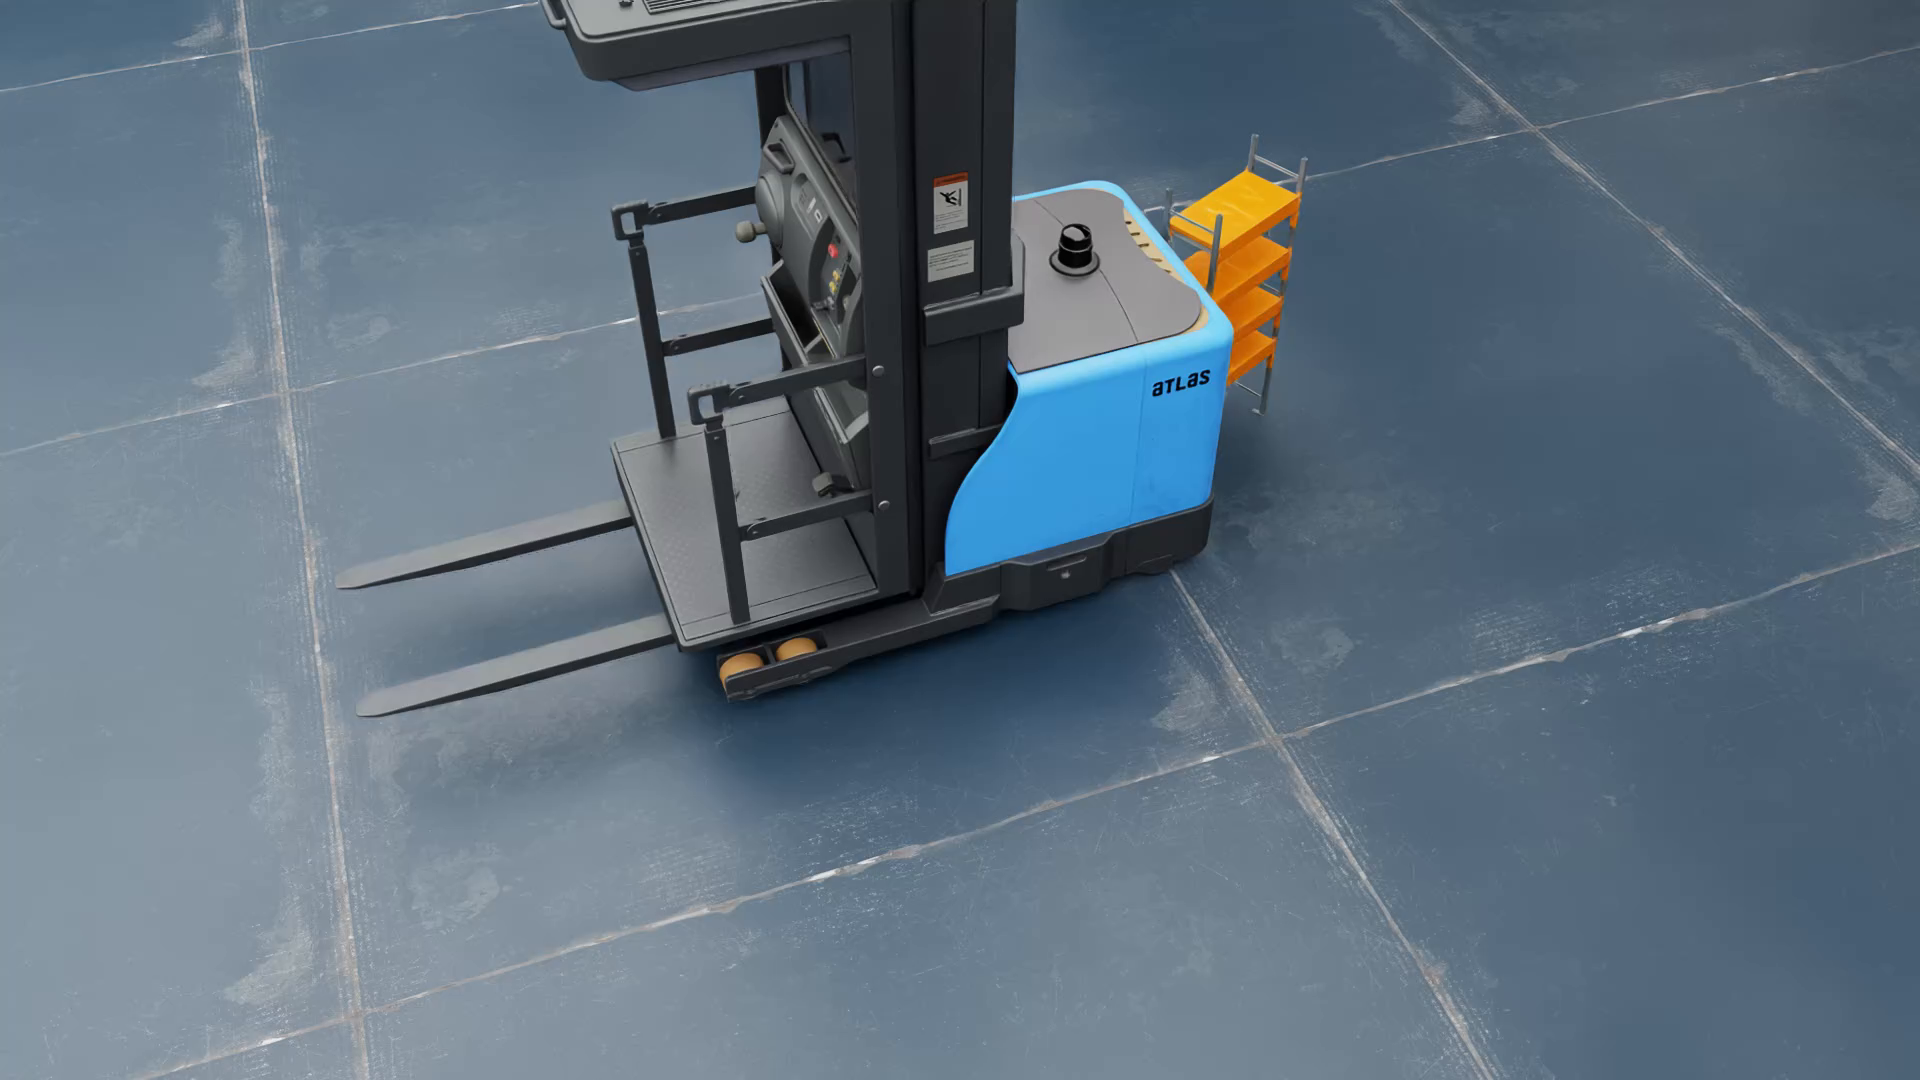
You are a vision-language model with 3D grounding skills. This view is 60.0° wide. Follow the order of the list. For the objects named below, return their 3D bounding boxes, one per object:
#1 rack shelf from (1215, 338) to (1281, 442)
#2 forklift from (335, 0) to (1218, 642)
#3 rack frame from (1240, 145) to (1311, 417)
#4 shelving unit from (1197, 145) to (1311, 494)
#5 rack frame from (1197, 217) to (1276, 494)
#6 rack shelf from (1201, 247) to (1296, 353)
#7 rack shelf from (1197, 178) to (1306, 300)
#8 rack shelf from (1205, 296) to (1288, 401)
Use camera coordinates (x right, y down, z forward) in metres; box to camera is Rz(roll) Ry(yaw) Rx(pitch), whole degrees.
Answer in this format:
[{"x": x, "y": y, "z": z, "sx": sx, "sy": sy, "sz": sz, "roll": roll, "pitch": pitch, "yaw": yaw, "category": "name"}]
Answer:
[{"x": 1.040, "y": -0.611, "z": 6.387, "sx": 0.258, "sy": 0.148, "sz": 0.480, "roll": 16, "pitch": 47, "yaw": 16, "category": "rack shelf"}, {"x": -0.695, "y": -1.057, "z": 5.234, "sx": 3.031, "sy": 2.935, "sz": 1.130, "roll": -1, "pitch": 45, "yaw": -1, "category": "forklift"}, {"x": 1.133, "y": -0.959, "z": 6.358, "sx": 0.240, "sy": 1.200, "sz": 0.015, "roll": 16, "pitch": 47, "yaw": 16, "category": "rack frame"}, {"x": 1.040, "y": -0.799, "z": 6.199, "sx": 0.258, "sy": 1.200, "sz": 0.503, "roll": 16, "pitch": 47, "yaw": 16, "category": "shelving unit"}, {"x": 0.947, "y": -0.639, "z": 6.040, "sx": 0.240, "sy": 1.200, "sz": 0.015, "roll": 16, "pitch": 47, "yaw": 16, "category": "rack frame"}, {"x": 1.040, "y": -0.909, "z": 6.088, "sx": 0.258, "sy": 0.148, "sz": 0.480, "roll": 16, "pitch": 47, "yaw": 16, "category": "rack shelf"}, {"x": 1.040, "y": -1.076, "z": 5.921, "sx": 0.258, "sy": 0.148, "sz": 0.480, "roll": 16, "pitch": 47, "yaw": 16, "category": "rack shelf"}, {"x": 1.040, "y": -0.751, "z": 6.247, "sx": 0.258, "sy": 0.148, "sz": 0.480, "roll": 16, "pitch": 47, "yaw": 16, "category": "rack shelf"}]
